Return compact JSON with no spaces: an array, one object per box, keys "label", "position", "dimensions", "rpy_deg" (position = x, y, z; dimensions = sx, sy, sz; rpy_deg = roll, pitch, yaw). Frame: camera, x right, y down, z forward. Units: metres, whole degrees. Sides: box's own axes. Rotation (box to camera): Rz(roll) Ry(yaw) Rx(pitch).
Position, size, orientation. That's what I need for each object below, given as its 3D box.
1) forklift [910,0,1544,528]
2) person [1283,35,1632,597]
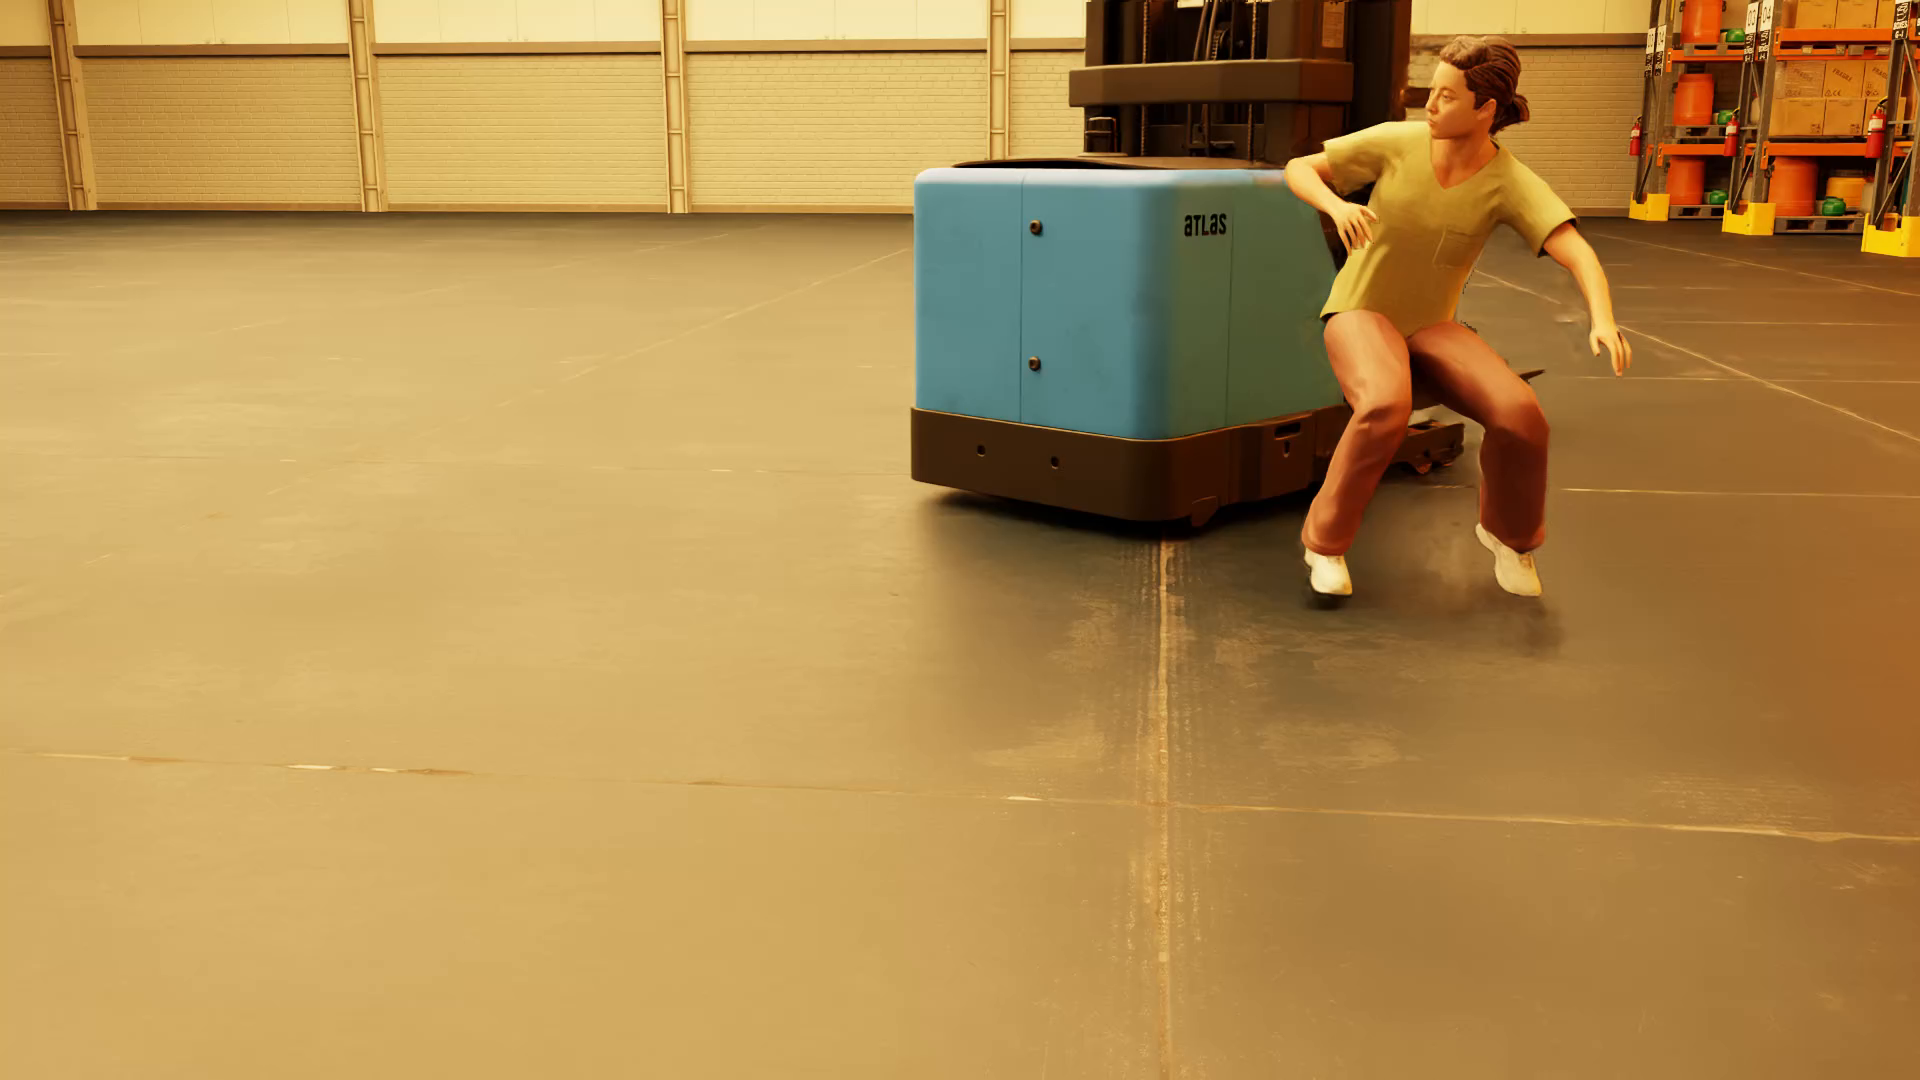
[{"label":"forklift","position":[1.208,-1.734,5.924],"dimensions":[1.130,2.935,3.031],"rpy_deg":[12,18,42]},{"label":"person","position":[1.192,-0.522,4.149],"dimensions":[0.722,1.417,0.796],"rpy_deg":[0,13,-1]}]
